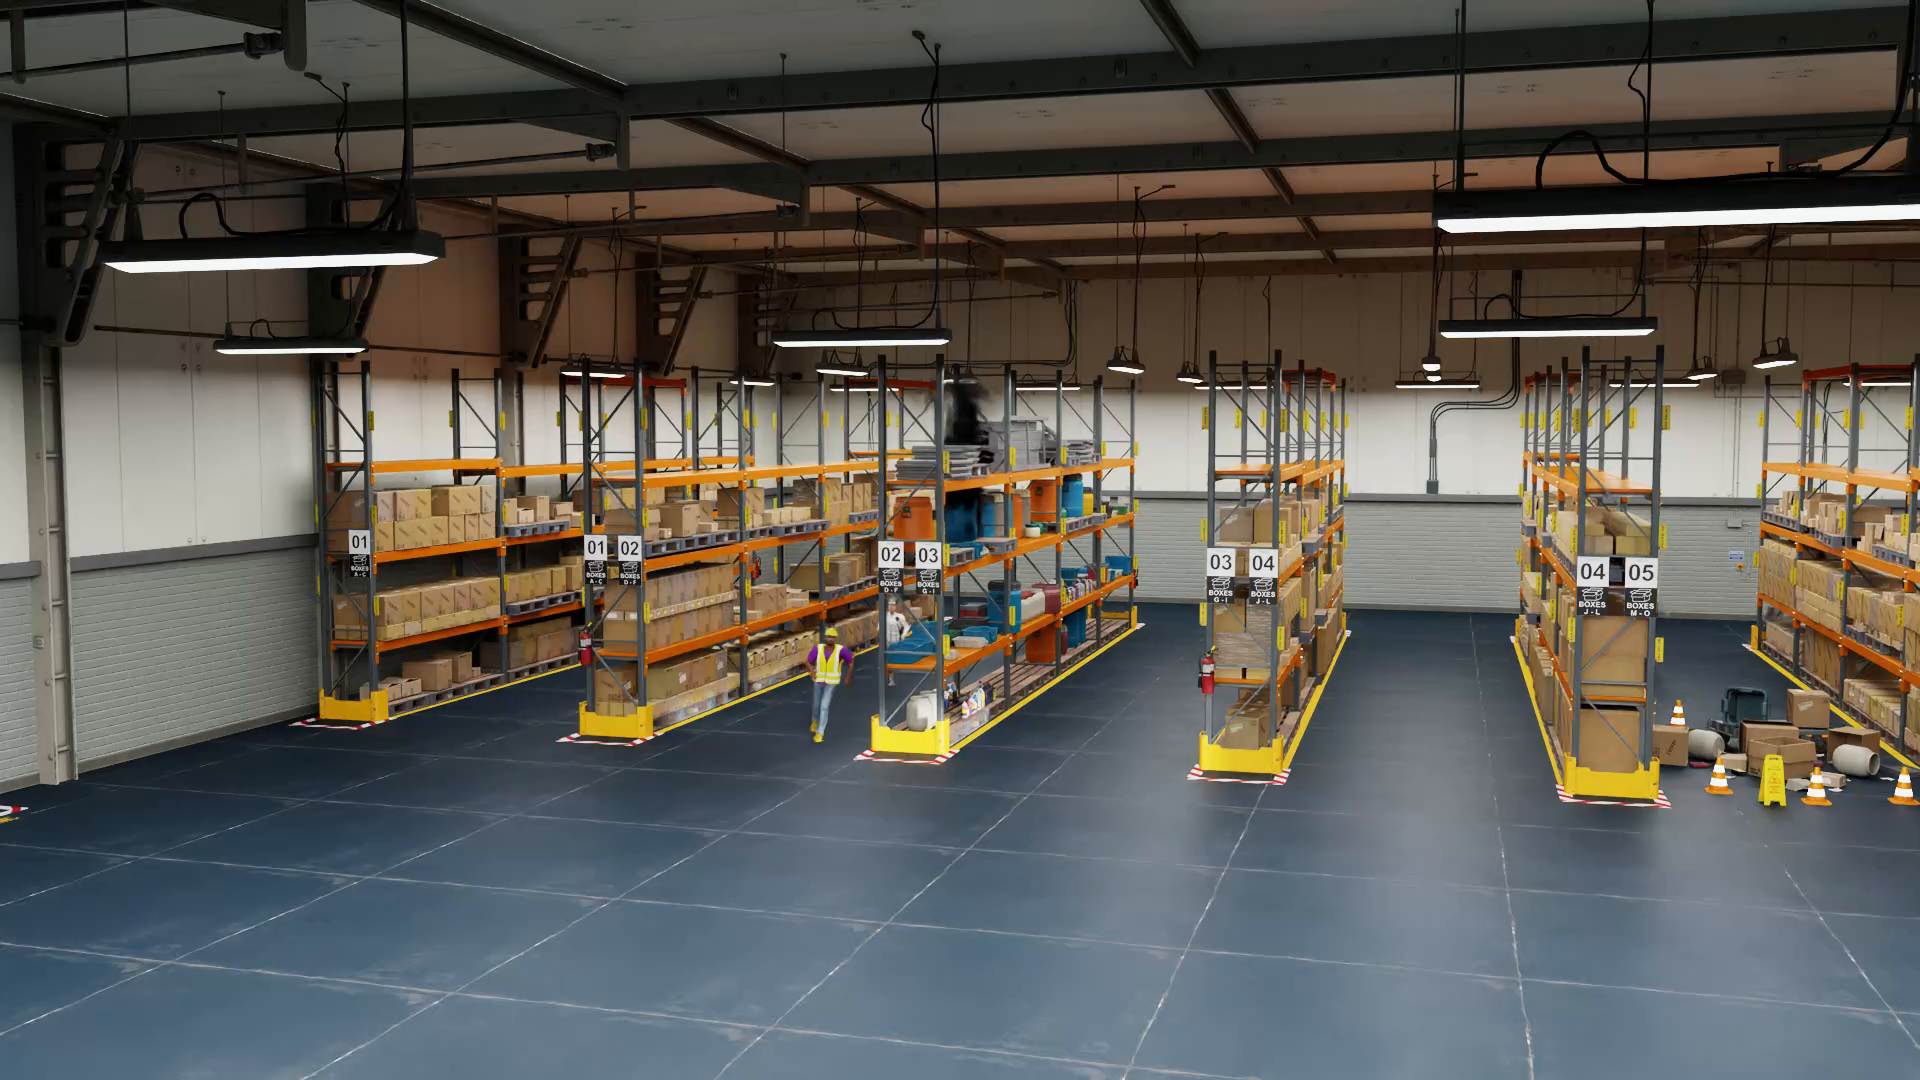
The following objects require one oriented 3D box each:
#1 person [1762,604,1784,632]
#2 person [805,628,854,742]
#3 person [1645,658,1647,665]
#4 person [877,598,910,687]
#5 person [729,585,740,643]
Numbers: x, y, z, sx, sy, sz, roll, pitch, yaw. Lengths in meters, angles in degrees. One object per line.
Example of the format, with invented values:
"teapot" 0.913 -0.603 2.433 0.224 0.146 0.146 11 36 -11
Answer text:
"person" 18.324 1.496 37.361 0.724 1.738 0.577 1 4 9
"person" -2.067 2.254 26.251 0.765 1.755 0.870 0 4 6
"person" 13.736 1.713 33.746 0.670 1.645 0.752 1 4 13
"person" -1.272 1.921 31.549 0.625 1.649 0.724 1 4 8
"person" -4.653 1.723 35.048 0.615 1.625 0.964 1 4 20
